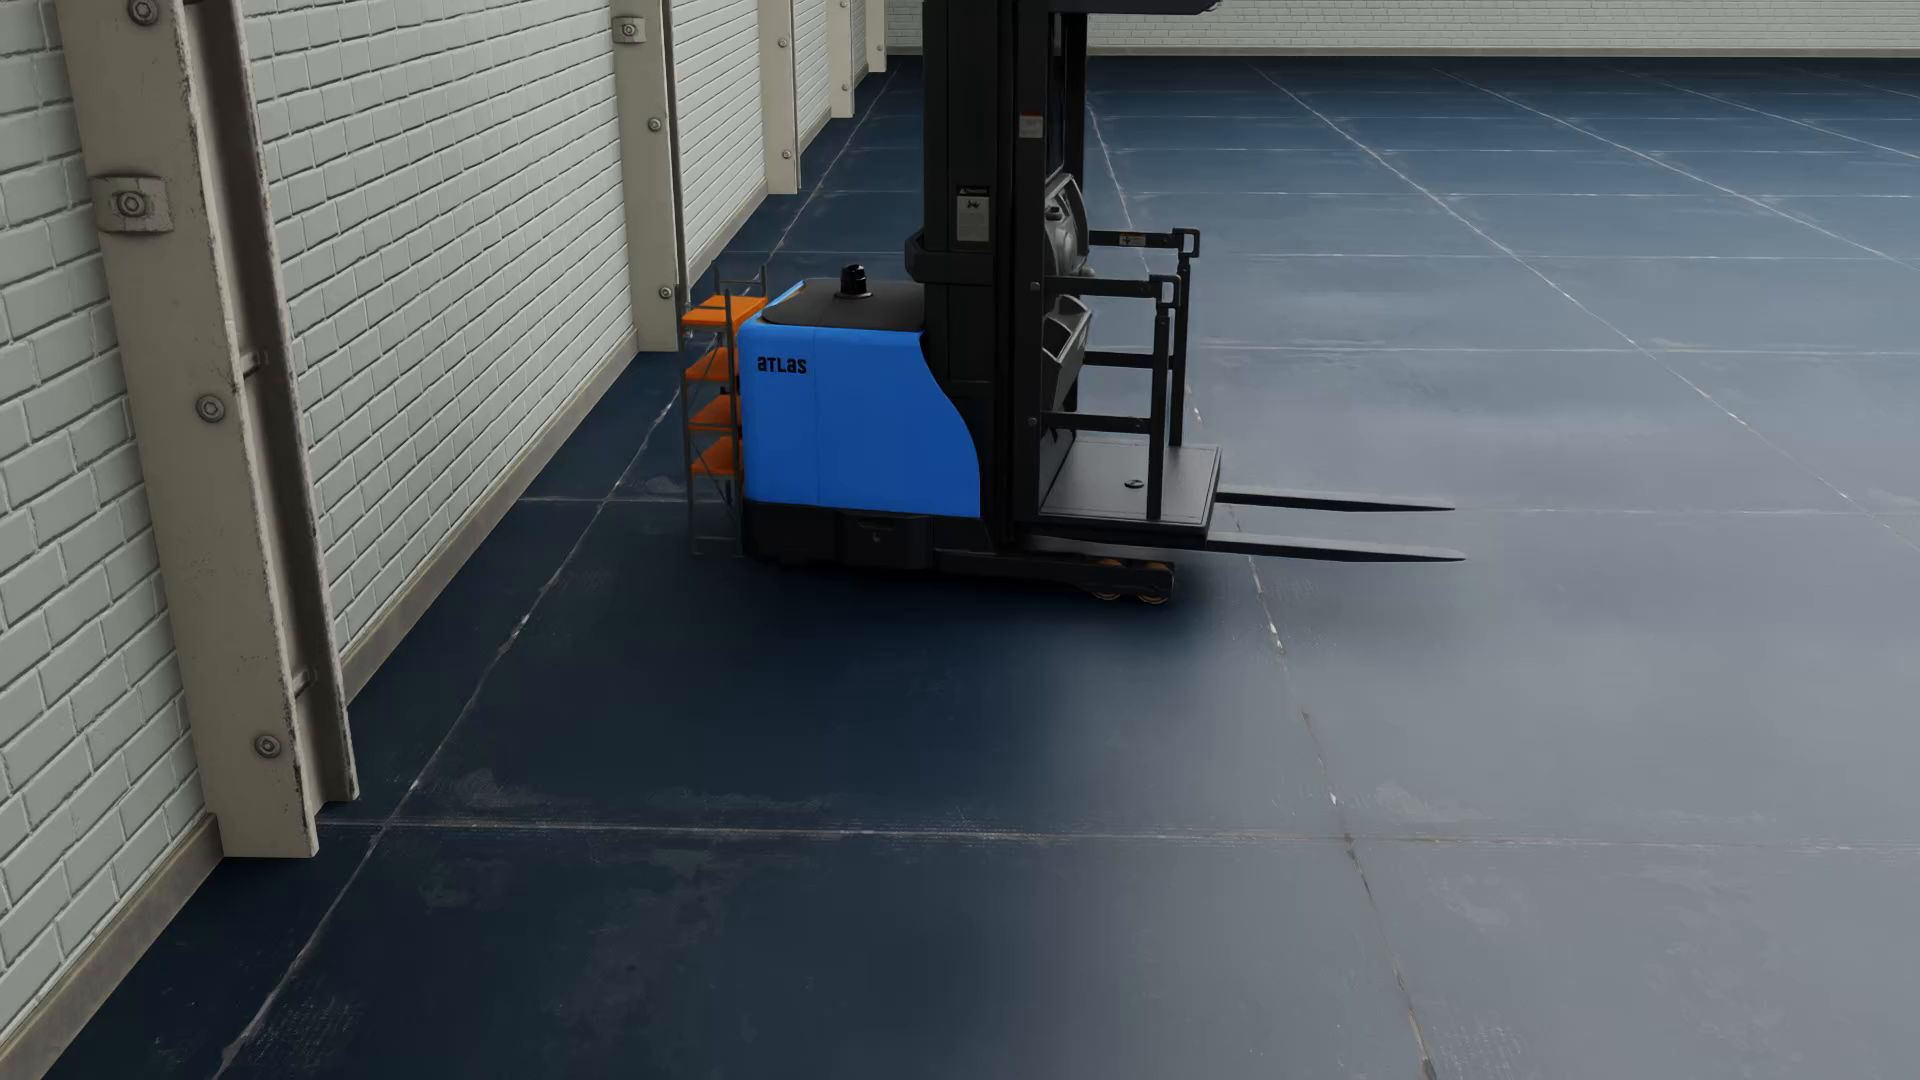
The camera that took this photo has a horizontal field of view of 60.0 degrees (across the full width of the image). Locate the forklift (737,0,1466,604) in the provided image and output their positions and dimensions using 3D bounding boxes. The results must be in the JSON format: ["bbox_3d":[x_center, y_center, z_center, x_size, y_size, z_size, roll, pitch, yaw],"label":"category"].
[{"bbox_3d":[0.631,-1.314,6.863,3.031,2.935,1.130,4,22,11],"label":"forklift"}]

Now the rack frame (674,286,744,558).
[{"bbox_3d":[-1.073,-0.490,7.134,0.240,1.200,0.015,4,22,11],"label":"rack frame"}]

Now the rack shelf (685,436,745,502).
[{"bbox_3d":[-1.024,-0.329,7.453,0.258,0.148,0.480,4,22,11],"label":"rack shelf"}]

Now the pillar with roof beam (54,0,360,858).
[{"bbox_3d":[2.190,-3.258,3.484,9.100,9.000,0.400,1,21,2],"label":"pillar with roof beam"}]

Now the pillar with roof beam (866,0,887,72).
[{"bbox_3d":[2.920,-11.935,25.849,9.100,9.000,0.400,1,21,2],"label":"pillar with roof beam"}]

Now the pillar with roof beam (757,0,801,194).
[{"bbox_3d":[2.555,-7.596,14.667,9.100,9.000,0.400,1,21,2],"label":"pillar with roof beam"}]

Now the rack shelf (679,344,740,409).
[{"bbox_3d":[-1.024,-0.723,7.301,0.258,0.148,0.480,4,22,11],"label":"rack shelf"}]

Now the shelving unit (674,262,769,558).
[{"bbox_3d":[-1.024,-0.577,7.357,0.258,1.200,0.503,4,22,11],"label":"shelving unit"}]

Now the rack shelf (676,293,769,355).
[{"bbox_3d":[-1.024,-0.943,7.215,0.258,0.148,0.480,4,22,11],"label":"rack shelf"}]

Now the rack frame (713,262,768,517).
[{"bbox_3d":[-0.975,-0.663,7.580,0.240,1.200,0.015,4,22,11],"label":"rack frame"}]

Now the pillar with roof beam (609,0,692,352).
[{"bbox_3d":[2.373,-5.427,9.076,9.100,9.000,0.400,1,21,2],"label":"pillar with roof beam"}]

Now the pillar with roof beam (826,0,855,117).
[{"bbox_3d":[2.738,-9.766,20.258,9.100,9.000,0.400,1,21,2],"label":"pillar with roof beam"}]

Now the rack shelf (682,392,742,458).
[{"bbox_3d":[-1.024,-0.514,7.382,0.258,0.148,0.480,4,22,11],"label":"rack shelf"}]
